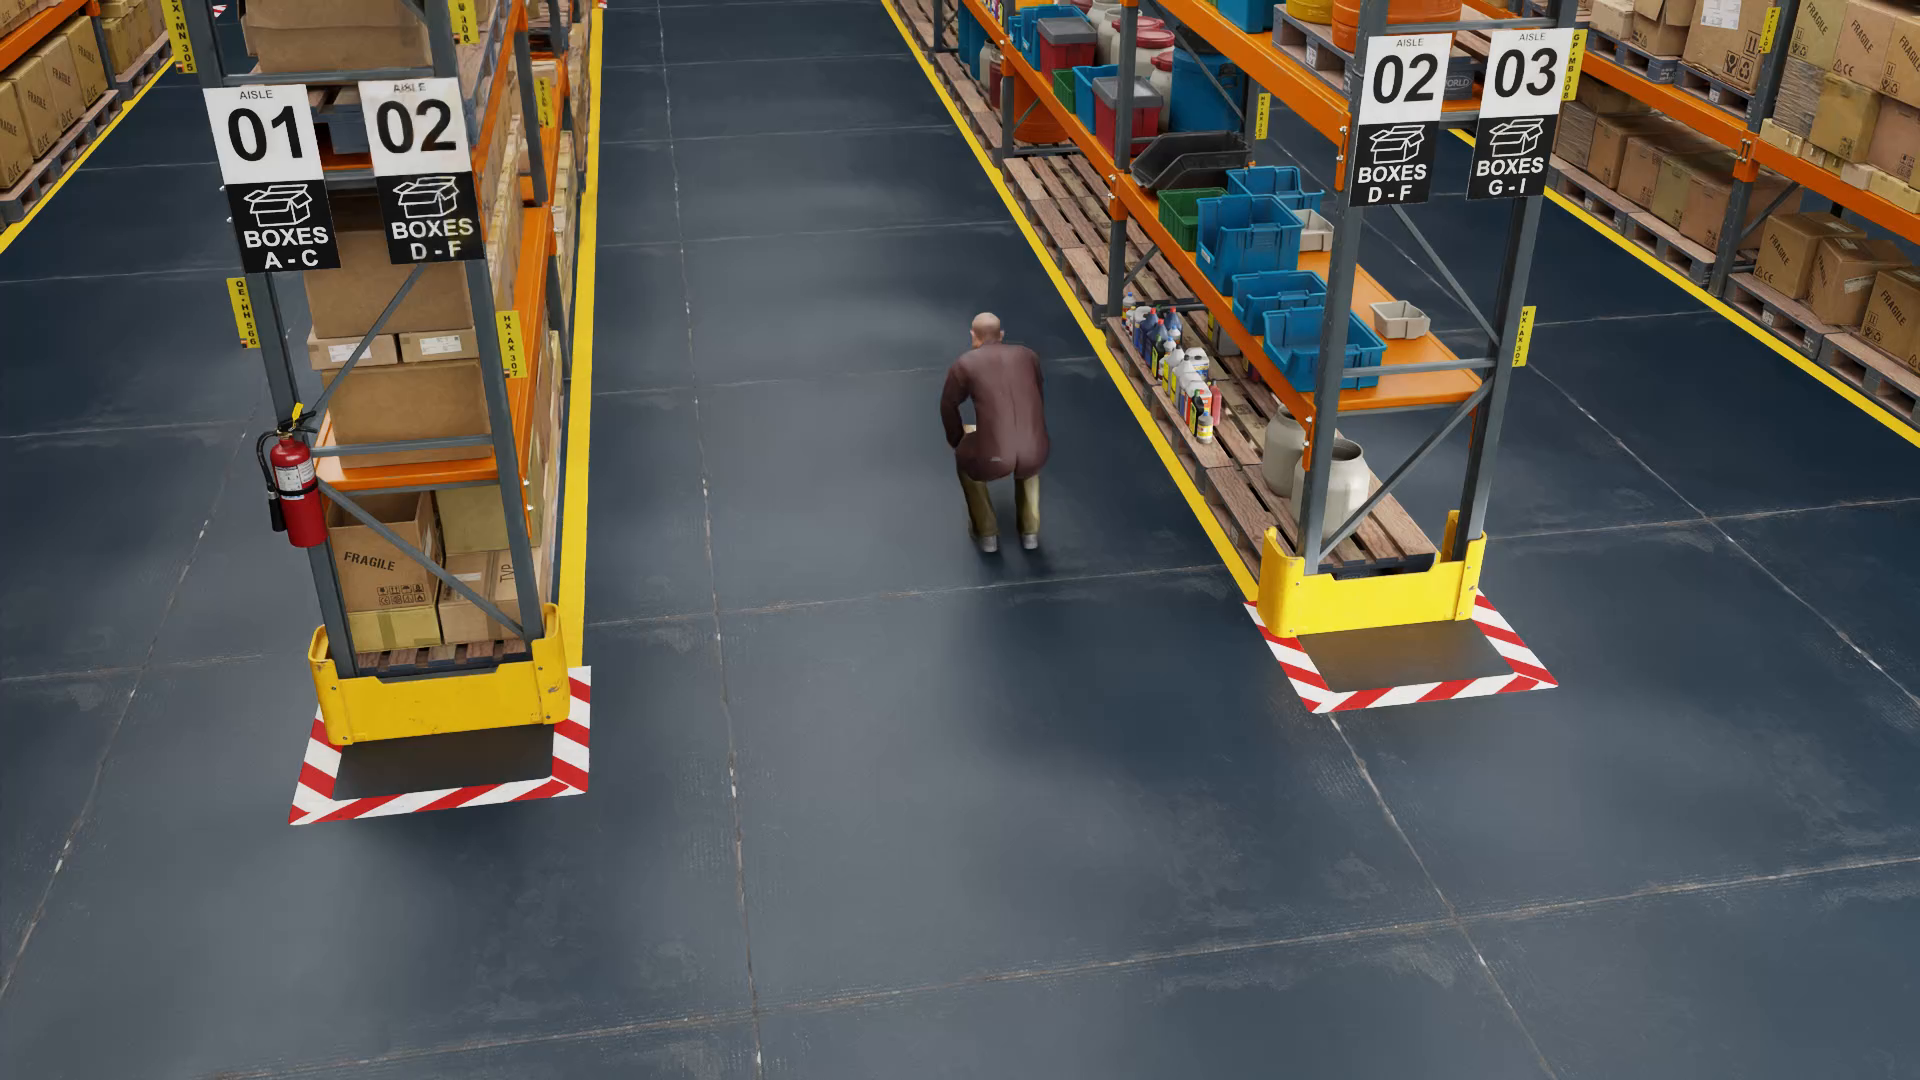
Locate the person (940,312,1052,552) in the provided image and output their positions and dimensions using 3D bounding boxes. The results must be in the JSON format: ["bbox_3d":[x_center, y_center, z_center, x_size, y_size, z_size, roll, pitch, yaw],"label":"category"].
[{"bbox_3d":[0.219,-0.603,9.659,0.634,1.306,0.776,-5,31,-9],"label":"person"}]
